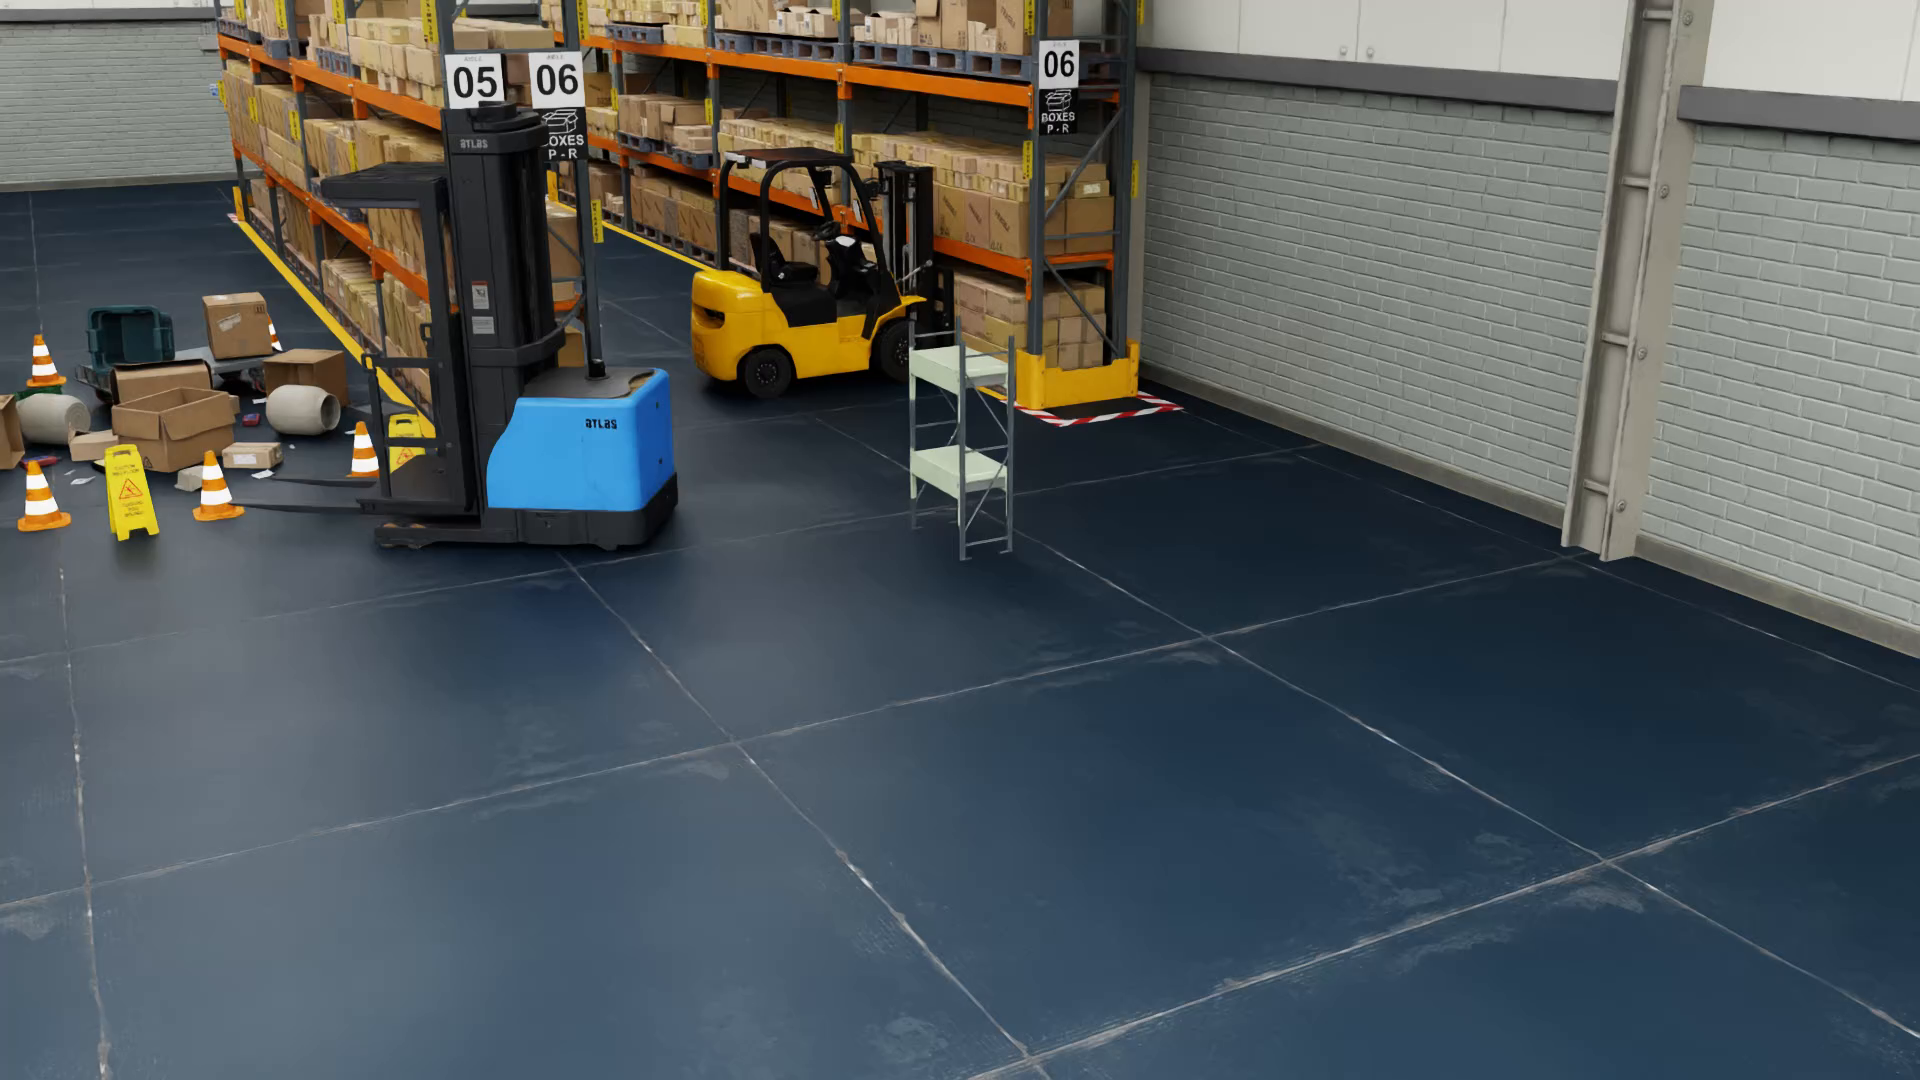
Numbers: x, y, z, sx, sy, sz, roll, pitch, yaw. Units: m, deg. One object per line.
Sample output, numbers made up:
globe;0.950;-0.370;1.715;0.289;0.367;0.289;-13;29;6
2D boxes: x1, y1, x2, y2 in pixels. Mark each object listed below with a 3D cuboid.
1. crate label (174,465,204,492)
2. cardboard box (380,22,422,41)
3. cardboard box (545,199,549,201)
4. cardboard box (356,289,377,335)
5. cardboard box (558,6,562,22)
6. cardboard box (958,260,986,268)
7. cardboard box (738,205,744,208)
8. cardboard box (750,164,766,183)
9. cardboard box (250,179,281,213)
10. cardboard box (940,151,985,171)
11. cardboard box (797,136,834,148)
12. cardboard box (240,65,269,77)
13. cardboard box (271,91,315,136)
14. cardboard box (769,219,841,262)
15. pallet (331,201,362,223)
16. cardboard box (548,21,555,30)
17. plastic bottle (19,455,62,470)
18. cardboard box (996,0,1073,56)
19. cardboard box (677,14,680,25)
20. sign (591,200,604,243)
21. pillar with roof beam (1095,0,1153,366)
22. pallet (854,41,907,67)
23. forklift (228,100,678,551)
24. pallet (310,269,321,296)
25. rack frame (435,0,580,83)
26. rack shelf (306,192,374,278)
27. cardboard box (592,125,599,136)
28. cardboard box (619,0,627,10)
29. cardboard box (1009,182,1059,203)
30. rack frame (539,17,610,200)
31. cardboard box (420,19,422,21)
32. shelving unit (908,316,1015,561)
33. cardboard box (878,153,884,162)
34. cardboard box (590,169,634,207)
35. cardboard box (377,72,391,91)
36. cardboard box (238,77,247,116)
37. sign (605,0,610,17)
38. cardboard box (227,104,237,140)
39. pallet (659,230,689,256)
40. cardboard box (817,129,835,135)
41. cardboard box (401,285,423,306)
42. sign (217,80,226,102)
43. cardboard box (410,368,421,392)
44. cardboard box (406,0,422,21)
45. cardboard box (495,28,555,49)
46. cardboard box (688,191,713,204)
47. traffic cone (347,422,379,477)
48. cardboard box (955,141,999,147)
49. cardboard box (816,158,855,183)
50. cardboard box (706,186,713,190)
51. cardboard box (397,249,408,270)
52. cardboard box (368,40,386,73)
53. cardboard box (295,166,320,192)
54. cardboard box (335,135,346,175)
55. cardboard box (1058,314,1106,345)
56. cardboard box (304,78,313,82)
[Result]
crate label;-5.871;-0.481;12.816;0.298;0.136;0.250;11;22;30
cardboard box;-4.659;-4.282;14.008;0.380;0.149;0.250;-10;22;-27
cardboard box;-3.761;-2.625;14.032;0.500;0.500;0.500;-10;22;-28
cardboard box;-5.783;-2.425;17.445;0.950;0.372;0.625;-9;21;-23
cardboard box;-6.058;-8.354;26.418;0.500;0.250;0.500;-11;22;-28
cardboard box;0.311;-2.709;16.923;0.500;0.250;0.500;-10;22;-28
cardboard box;-2.890;-4.356;22.845;0.500;0.500;0.500;-10;21;-26
cardboard box;-2.240;-4.503;20.312;0.500;0.250;0.500;-11;22;-28
cardboard box;-10.485;-5.371;25.882;0.875;0.438;0.875;-11;22;-28
cardboard box;0.028;-3.650;16.006;0.380;0.149;0.250;-10;21;-26
cardboard box;-1.629;-4.505;18.940;0.380;0.149;0.250;-11;22;-28
cardboard box;-10.094;-6.720;23.827;0.380;0.149;0.250;-10;21;-27
cardboard box;-8.278;-5.325;20.778;0.500;0.500;0.500;-10;22;-28
cardboard box;-1.799;-3.546;20.306;0.875;0.625;0.625;-11;22;-29
pallet;-6.111;-3.608;17.784;1.003;0.211;1.213;-10;21;-27
cardboard box;-6.573;-8.499;27.450;0.380;0.149;0.250;-9;21;-26
plastic bottle;-7.389;-0.631;13.368;0.133;0.061;0.283;16;25;39
cardboard box;0.654;-4.535;14.625;0.500;0.500;0.500;-9;21;-25
cardboard box;-3.540;-6.932;22.141;0.380;0.149;0.250;-10;21;-26
sign;-2.811;-2.458;12.828;0.100;0.325;0.005;-10;21;-27
pillar with roof beam;-2.248;-5.243;13.030;9.100;9.000;0.400;-10;21;-27
pallet;-0.393;-5.018;17.112;1.003;0.211;1.213;-10;21;-27
forklift;-3.615;-1.495;11.469;3.031;2.935;1.130;2;19;5
pallet;-7.395;-3.181;20.526;1.003;0.211;1.213;-10;21;-27
rack frame;-3.288;-4.800;11.747;1.000;3.000;0.127;-10;21;-27
rack shelf;-6.137;-3.347;17.835;1.077;0.370;4.000;-10;21;-27
cardboard box;-5.528;-6.403;25.975;0.380;0.149;0.250;-10;22;-27
cardboard box;-4.592;-7.566;23.493;0.380;0.149;0.250;-10;22;-28
cardboard box;0.667;-3.144;14.997;0.380;0.149;0.250;-10;21;-26
rack frame;-6.519;-7.327;28.268;1.000;3.000;0.127;-10;21;-27
cardboard box;-4.609;-4.580;14.871;0.380;0.149;0.250;-9;21;-25
shelving unit;0.003;-0.707;11.381;0.431;1.500;0.755;-10;21;-27
cardboard box;-0.629;-3.960;17.360;0.380;0.149;0.250;-10;21;-27
cardboard box;-5.448;-5.605;26.463;0.700;0.500;0.500;-11;22;-29
cardboard box;-4.721;-3.901;14.124;0.380;0.149;0.250;-10;22;-28
cardboard box;-9.937;-6.313;23.643;0.500;0.500;0.500;-10;21;-26
sign;-5.094;-7.755;24.116;0.100;0.325;0.005;-10;21;-27
cardboard box;-10.911;-6.422;25.492;0.500;0.500;0.500;-10;21;-27
pallet;-3.617;-4.283;23.719;1.003;0.211;1.213;-10;21;-27
cardboard box;-1.482;-4.815;19.840;0.380;0.149;0.250;-10;21;-26
cardboard box;-4.763;-2.192;14.813;0.380;0.149;0.250;-9;21;-24
sign;-11.377;-6.920;25.638;0.100;0.325;0.005;-10;21;-27
cardboard box;-4.627;-1.497;14.942;0.500;0.250;0.500;-10;22;-27
cardboard box;-5.358;-5.266;16.515;0.500;0.250;0.500;-10;22;-28
cardboard box;-3.278;-3.774;12.534;0.380;0.149;0.250;-10;21;-27
cardboard box;-3.506;-4.696;22.835;0.380;0.149;0.250;-9;21;-25
traffic cone;-4.628;-0.689;12.918;0.336;0.463;0.334;-10;21;-27
cardboard box;0.176;-3.960;16.904;0.380;0.149;0.250;-10;22;-27
cardboard box;-1.279;-4.149;18.521;0.500;0.250;0.500;-10;22;-28
cardboard box;-3.355;-4.915;23.471;0.380;0.149;0.250;-10;21;-26
cardboard box;-4.721;-2.485;14.620;0.380;0.149;0.250;-10;21;-26
cardboard box;-4.740;-4.139;14.204;0.500;0.250;0.500;-10;21;-26
cardboard box;-7.556;-4.295;19.710;0.500;0.250;0.500;-11;22;-29
cardboard box;-6.085;-3.887;17.045;0.500;0.500;0.500;-9;21;-25
cardboard box;1.038;-2.036;15.740;0.500;0.250;0.500;-10;21;-26
cardboard box;-8.908;-6.367;22.803;0.380;0.149;0.250;-10;22;-27
